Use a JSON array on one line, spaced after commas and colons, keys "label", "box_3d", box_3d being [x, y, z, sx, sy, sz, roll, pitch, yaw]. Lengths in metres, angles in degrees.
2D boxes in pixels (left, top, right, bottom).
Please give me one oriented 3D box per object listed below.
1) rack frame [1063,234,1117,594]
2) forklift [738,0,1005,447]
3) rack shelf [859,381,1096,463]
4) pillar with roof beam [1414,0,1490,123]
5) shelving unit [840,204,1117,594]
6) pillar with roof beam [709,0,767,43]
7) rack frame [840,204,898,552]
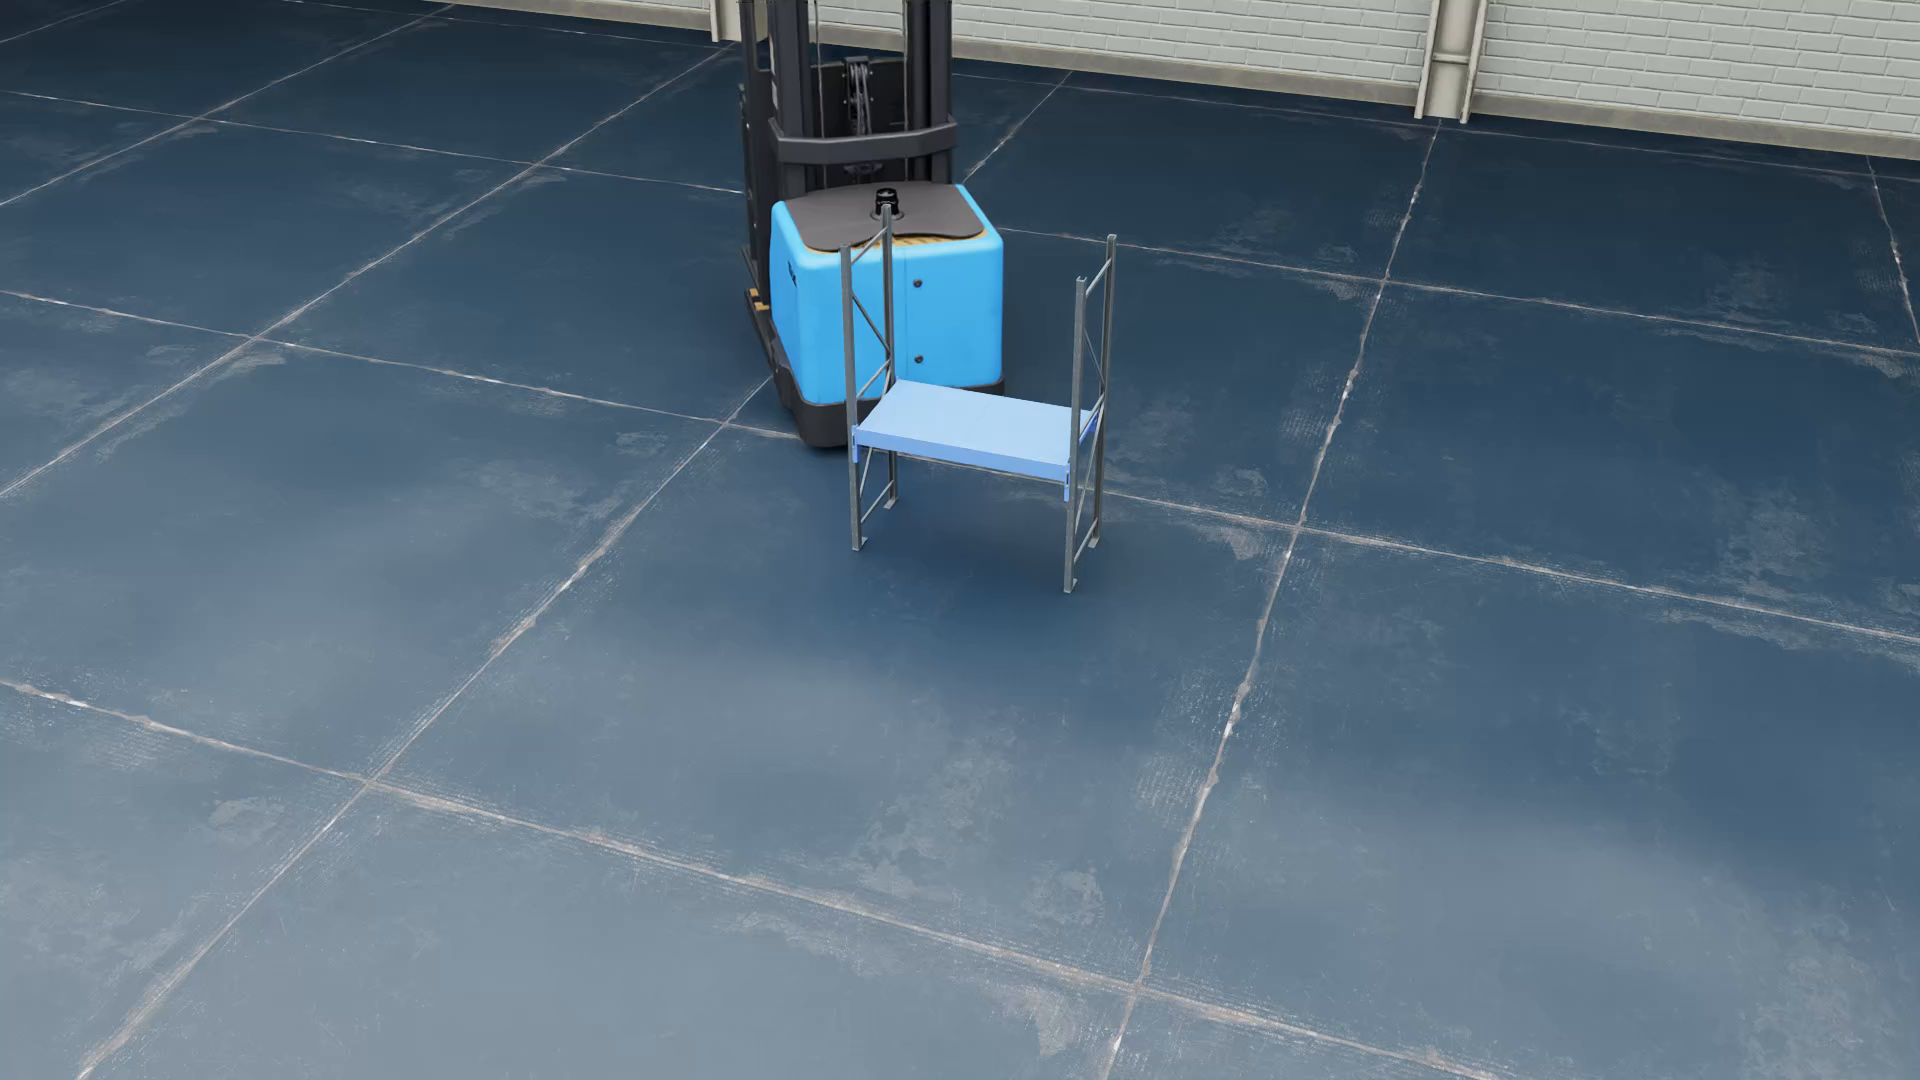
[{"label": "rack frame", "box_3d": [0.559, -0.521, 7.175, 0.032, 1.500, 0.500, 11, 34, 16]}, {"label": "forklift", "box_3d": [-0.642, -2.489, 8.903, 1.130, 2.935, 3.031, -8, 34, -12]}, {"label": "rack shelf", "box_3d": [0.080, -0.504, 7.390, 0.952, 0.062, 0.459, 11, 34, 16]}, {"label": "pillar with roof beam", "box_3d": [2.274, -4.868, 6.994, 0.400, 9.000, 9.100, 11, 34, 16]}, {"label": "shelving unit", "box_3d": [0.080, -0.614, 7.319, 1.048, 1.500, 0.500, 11, 34, 16]}, {"label": "pillar with roof beam", "box_3d": [-3.375, -5.966, 8.695, 0.400, 9.000, 9.100, 11, 34, 16]}, {"label": "rack frame", "box_3d": [-0.398, -0.708, 7.463, 0.032, 1.500, 0.500, 11, 34, 16]}]
